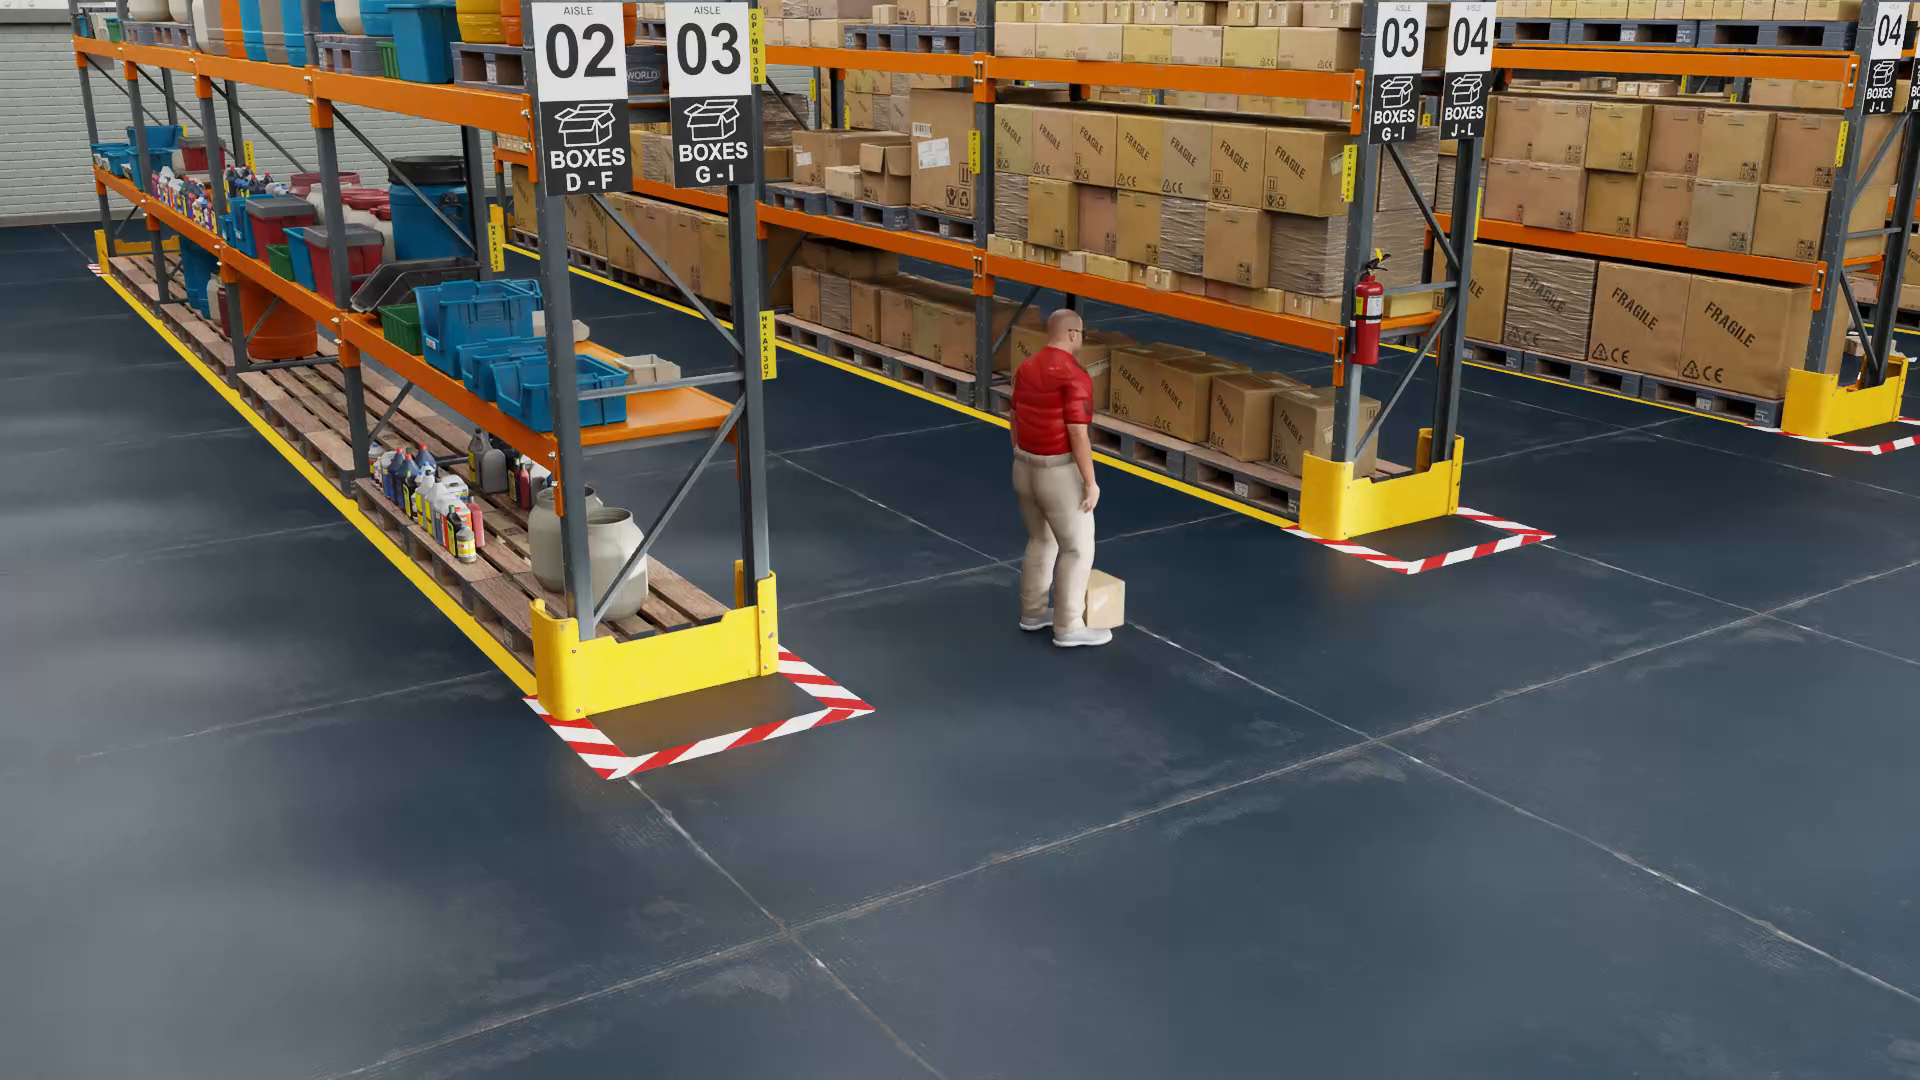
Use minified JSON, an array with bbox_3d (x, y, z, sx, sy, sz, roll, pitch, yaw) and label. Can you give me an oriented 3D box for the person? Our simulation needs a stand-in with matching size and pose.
[{"bbox_3d":[0.500,-0.328,8.592,0.400,1.725,0.593,-13,22,-34],"label":"person"}]
